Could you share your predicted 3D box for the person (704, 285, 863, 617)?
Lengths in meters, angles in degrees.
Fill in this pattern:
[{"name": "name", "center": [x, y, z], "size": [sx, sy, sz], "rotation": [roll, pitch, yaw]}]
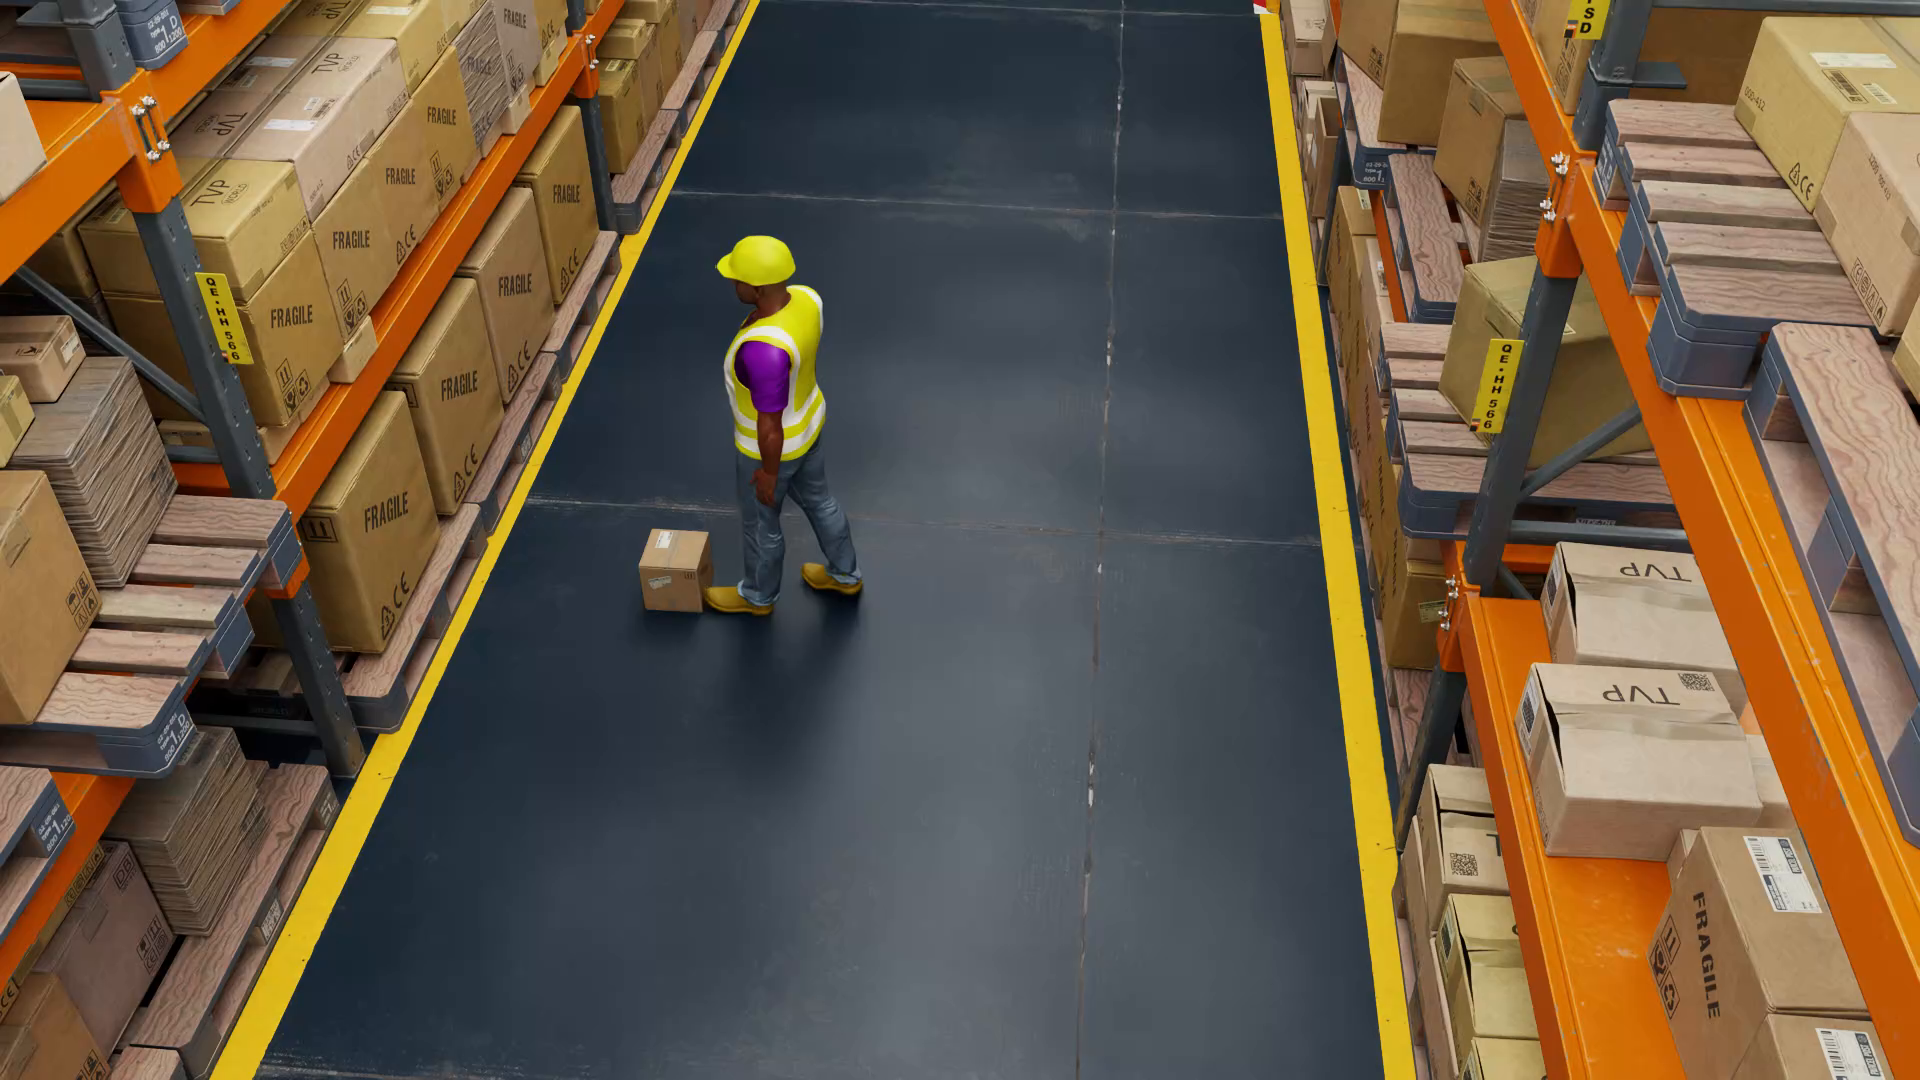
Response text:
[{"name": "person", "center": [7.526, 2.438, 2.096], "size": [19.672, 3.192, 5.503], "rotation": [12, 41, 14]}]
